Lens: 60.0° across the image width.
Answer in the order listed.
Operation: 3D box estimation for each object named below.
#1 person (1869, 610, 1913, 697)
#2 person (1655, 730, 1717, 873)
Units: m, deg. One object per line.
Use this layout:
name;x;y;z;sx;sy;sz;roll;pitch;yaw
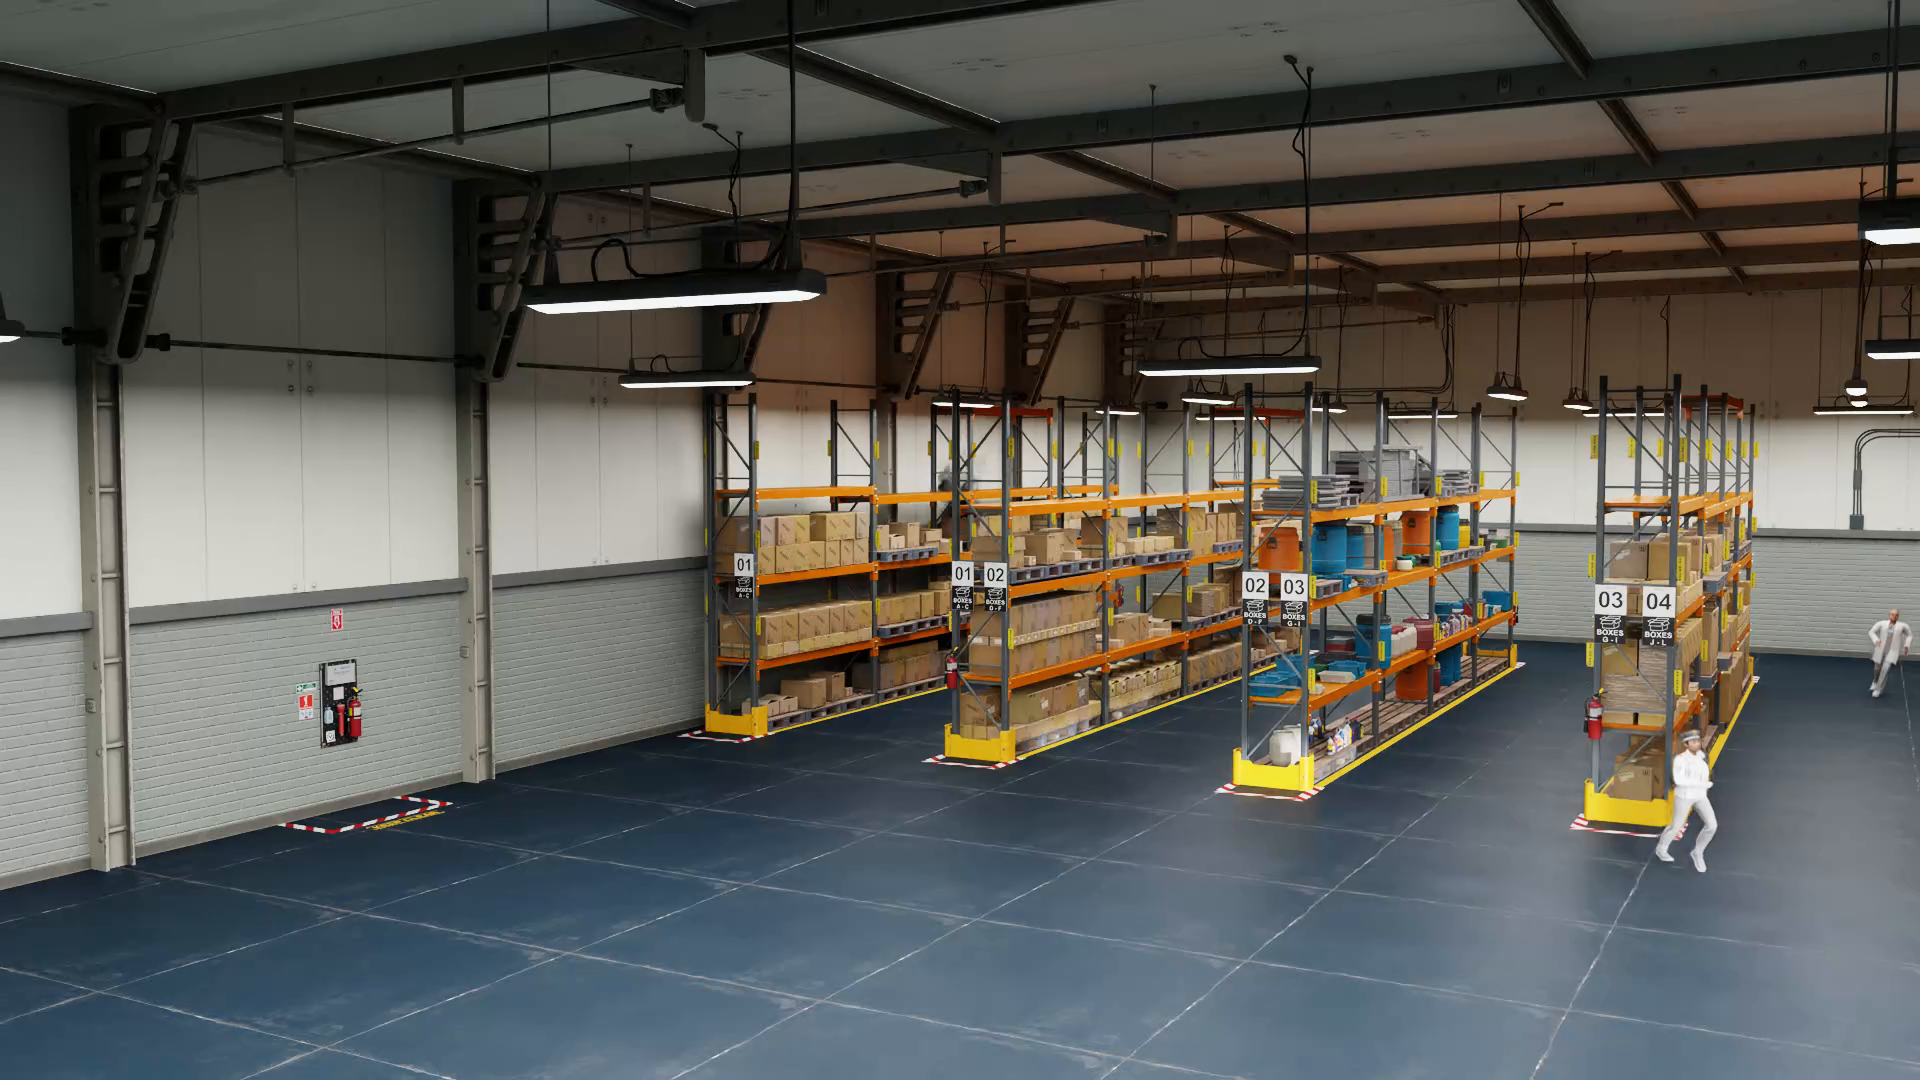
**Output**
person;18.889;2.291;33.812;0.767;1.732;1.048;2;4;38
person;8.708;3.084;19.808;0.622;1.705;0.851;-1;3;-15
